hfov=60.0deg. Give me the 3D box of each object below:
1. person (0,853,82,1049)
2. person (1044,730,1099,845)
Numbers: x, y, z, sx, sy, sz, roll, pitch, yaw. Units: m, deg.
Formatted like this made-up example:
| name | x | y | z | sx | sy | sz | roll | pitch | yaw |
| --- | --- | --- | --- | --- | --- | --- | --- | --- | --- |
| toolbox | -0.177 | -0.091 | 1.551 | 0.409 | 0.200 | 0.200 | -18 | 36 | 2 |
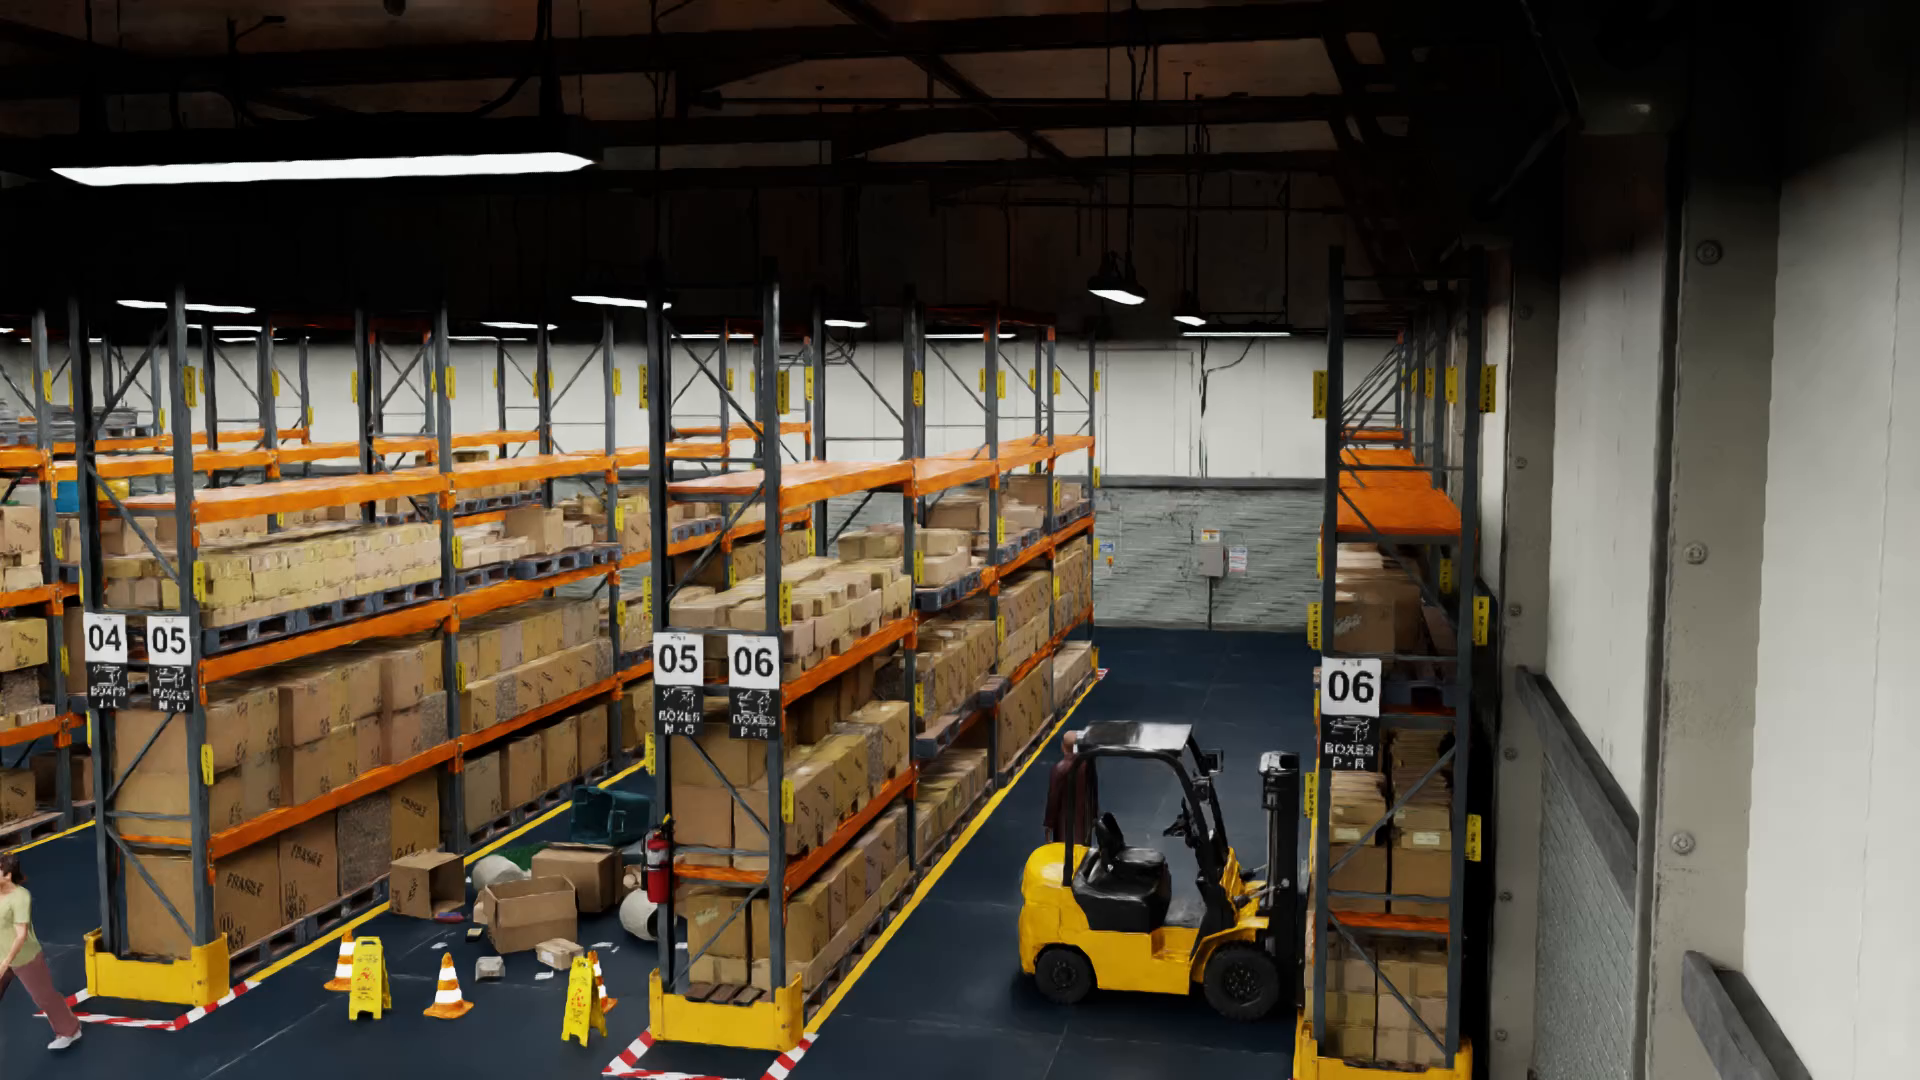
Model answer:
| name | x | y | z | sx | sy | sz | roll | pitch | yaw |
| --- | --- | --- | --- | --- | --- | --- | --- | --- | --- |
| person | -7.045 | 3.108 | 12.347 | 0.447 | 1.605 | 1.017 | 2 | 6 | 22 |
| person | 1.029 | 2.684 | 15.769 | 0.636 | 1.749 | 0.677 | 5 | 8 | 43 |
